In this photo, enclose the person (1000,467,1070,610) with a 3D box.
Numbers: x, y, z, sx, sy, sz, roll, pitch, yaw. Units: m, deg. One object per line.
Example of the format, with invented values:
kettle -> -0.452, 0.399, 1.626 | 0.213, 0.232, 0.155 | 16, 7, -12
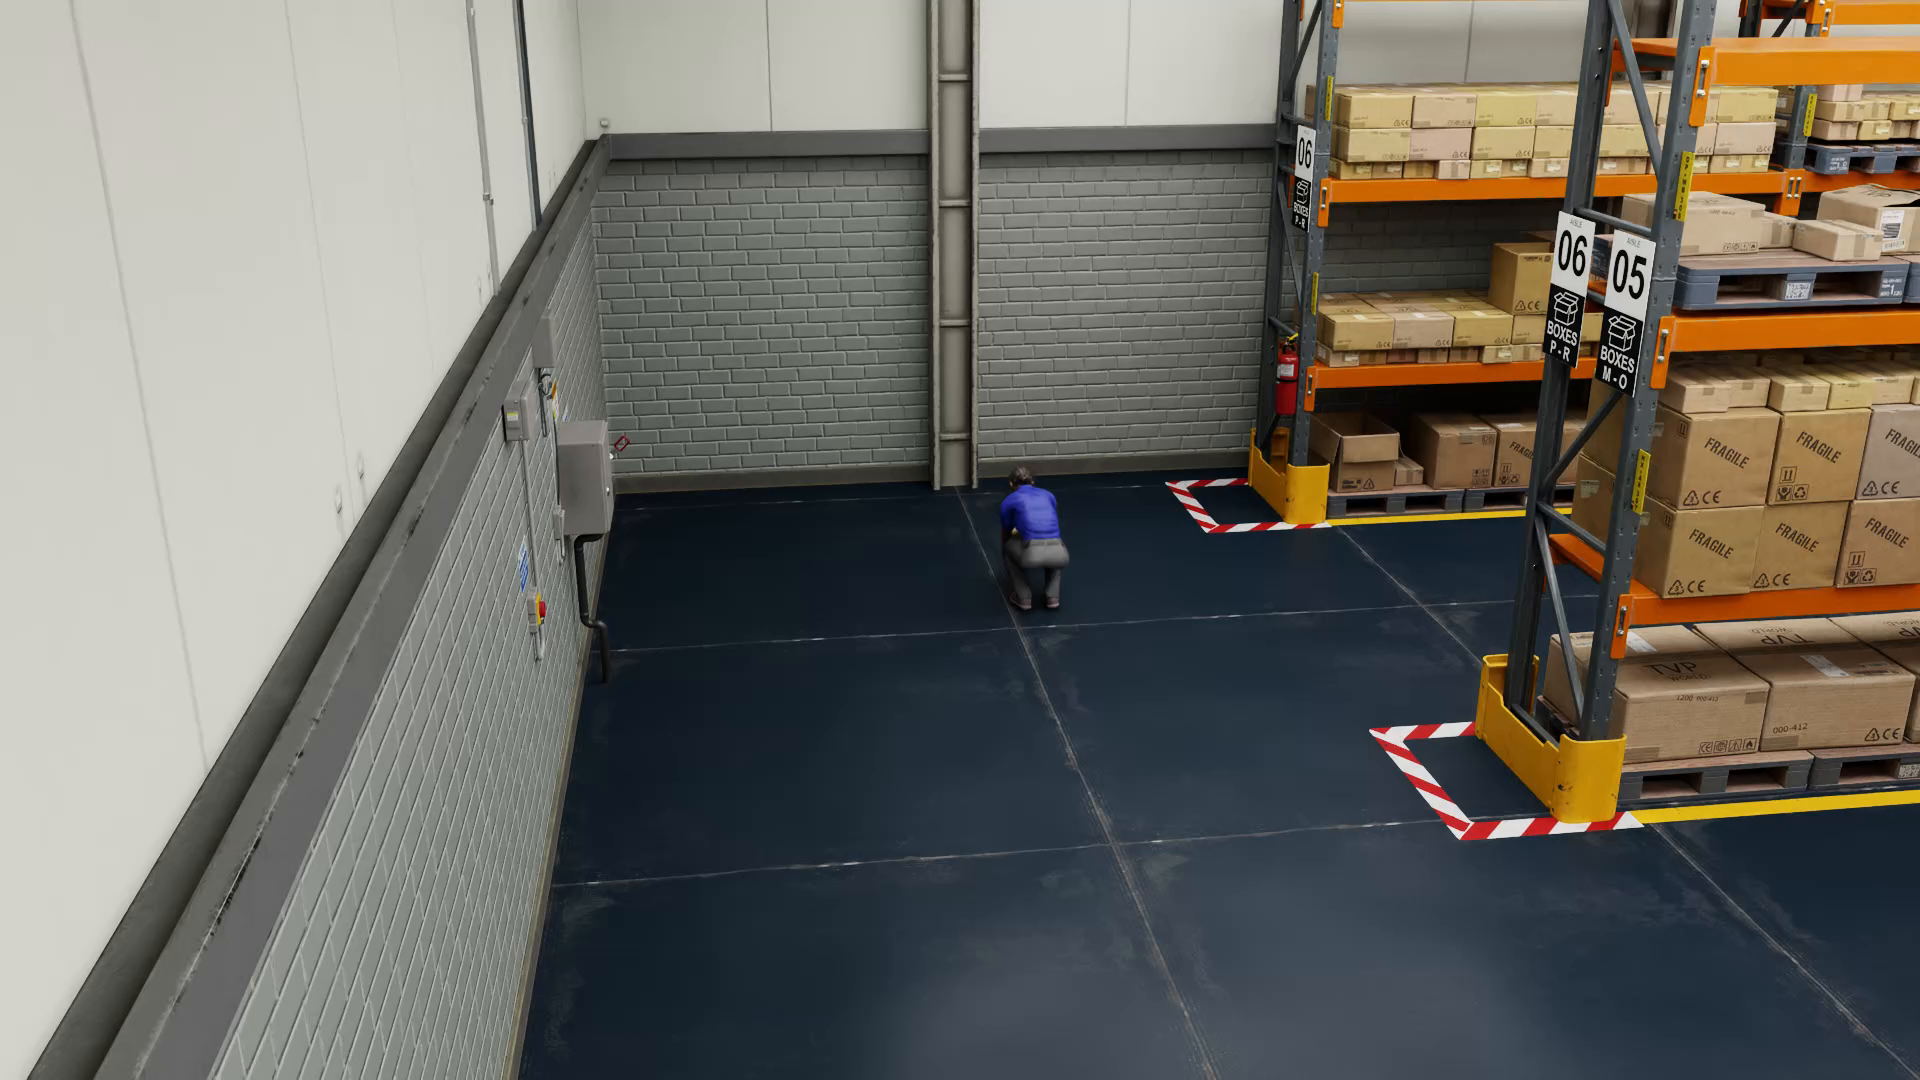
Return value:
person -> 0.530, -0.004, 12.131 | 0.458, 0.960, 0.813 | -3, 20, -9
